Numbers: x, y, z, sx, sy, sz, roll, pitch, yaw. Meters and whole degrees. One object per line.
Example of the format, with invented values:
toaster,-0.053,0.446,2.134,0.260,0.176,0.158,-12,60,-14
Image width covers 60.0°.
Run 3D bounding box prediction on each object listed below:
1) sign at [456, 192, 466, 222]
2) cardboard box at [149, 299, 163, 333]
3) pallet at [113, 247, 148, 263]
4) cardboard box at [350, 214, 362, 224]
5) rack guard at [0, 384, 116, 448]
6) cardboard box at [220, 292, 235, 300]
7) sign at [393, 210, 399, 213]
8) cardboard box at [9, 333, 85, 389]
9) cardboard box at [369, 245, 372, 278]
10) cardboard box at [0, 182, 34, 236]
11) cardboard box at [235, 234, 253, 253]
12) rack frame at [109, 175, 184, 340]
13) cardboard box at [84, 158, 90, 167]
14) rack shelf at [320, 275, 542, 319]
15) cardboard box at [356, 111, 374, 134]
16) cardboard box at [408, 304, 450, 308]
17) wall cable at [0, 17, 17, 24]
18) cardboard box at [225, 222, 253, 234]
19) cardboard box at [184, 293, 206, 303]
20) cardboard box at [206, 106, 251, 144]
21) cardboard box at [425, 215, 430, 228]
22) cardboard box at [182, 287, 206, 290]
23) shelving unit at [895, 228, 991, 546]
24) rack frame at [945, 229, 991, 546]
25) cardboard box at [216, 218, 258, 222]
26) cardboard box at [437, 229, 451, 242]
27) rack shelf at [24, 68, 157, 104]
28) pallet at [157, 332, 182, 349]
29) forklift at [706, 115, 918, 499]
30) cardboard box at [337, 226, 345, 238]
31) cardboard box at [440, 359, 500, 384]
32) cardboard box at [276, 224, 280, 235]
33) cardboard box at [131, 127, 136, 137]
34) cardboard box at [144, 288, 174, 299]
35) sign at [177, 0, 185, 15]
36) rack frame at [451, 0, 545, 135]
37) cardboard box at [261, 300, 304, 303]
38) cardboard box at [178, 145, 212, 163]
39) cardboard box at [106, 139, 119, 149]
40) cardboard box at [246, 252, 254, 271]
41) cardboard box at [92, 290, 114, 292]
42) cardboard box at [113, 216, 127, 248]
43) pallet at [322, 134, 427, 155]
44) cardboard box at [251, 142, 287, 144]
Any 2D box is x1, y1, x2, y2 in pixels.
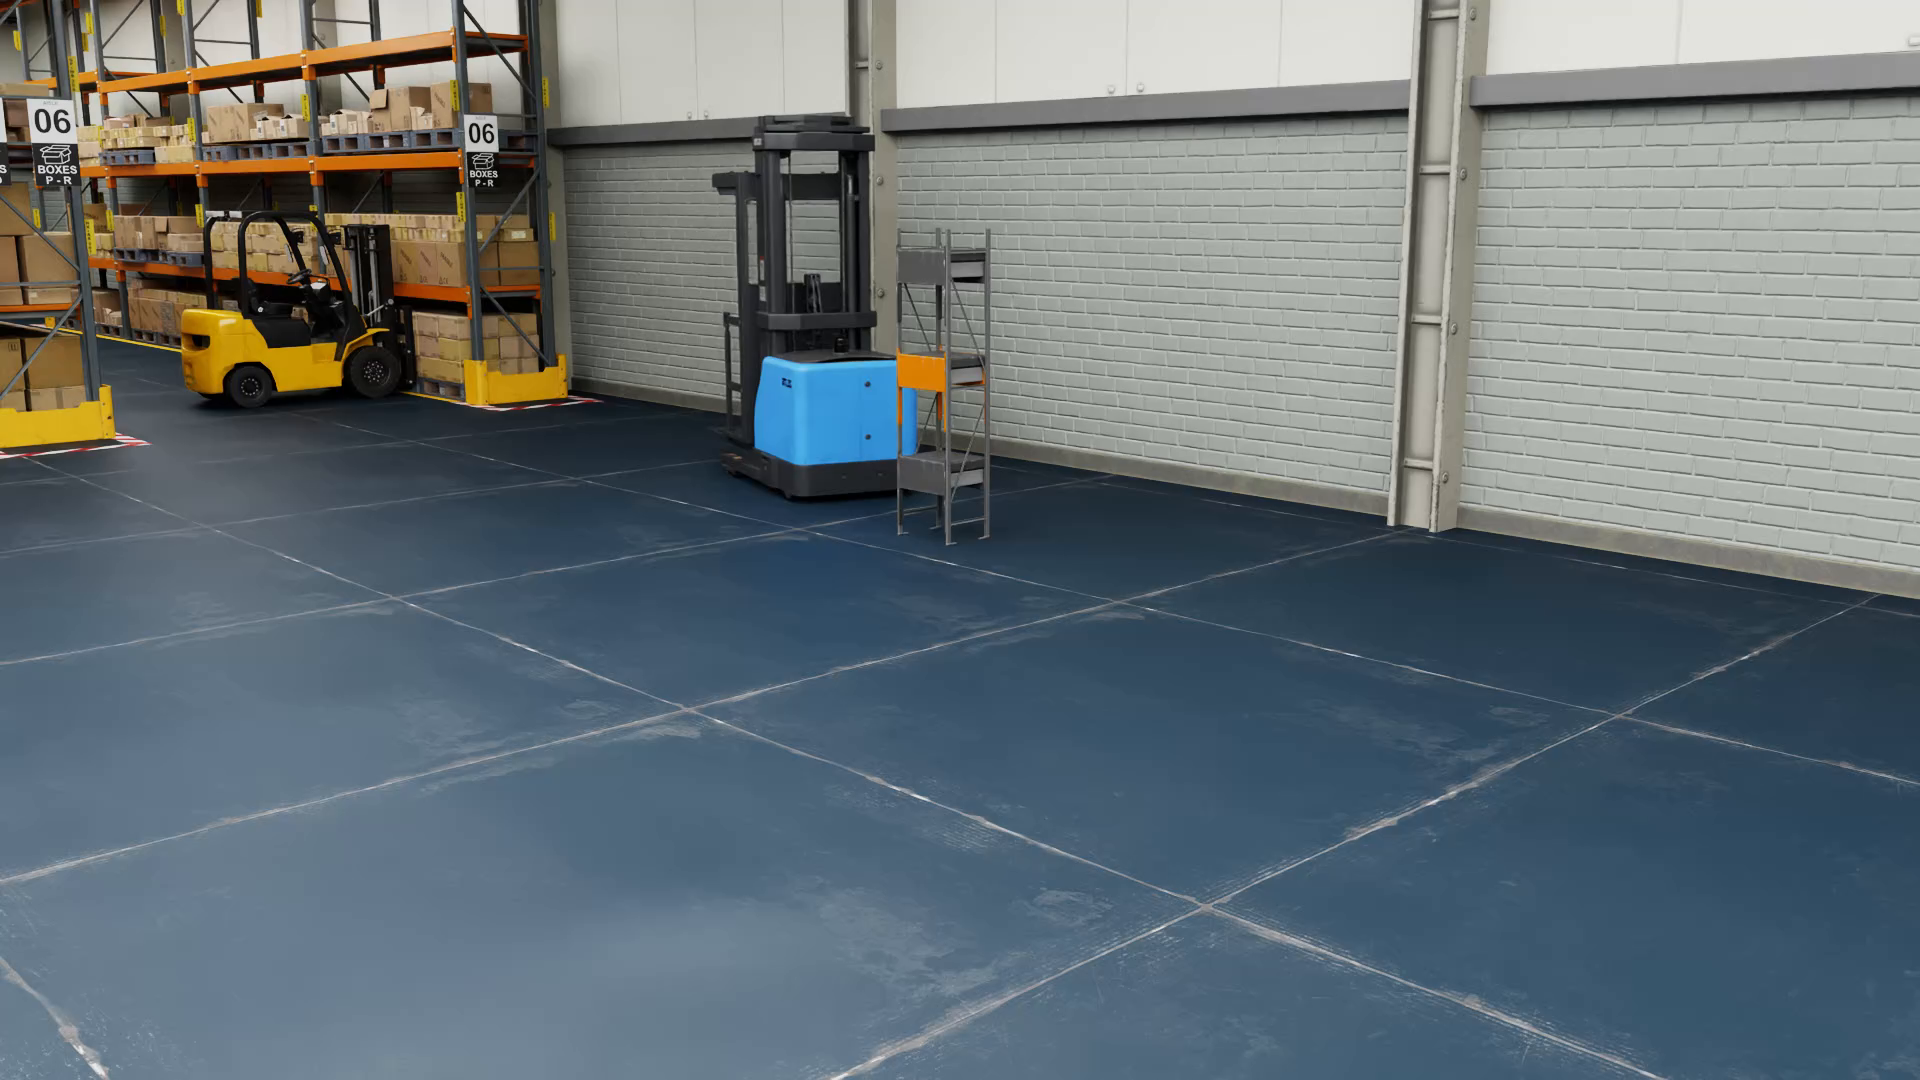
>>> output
sign,-5.548,-3.706,18.507,0.100,0.325,0.005,-11,16,-43
cardboard box,-12.545,-3.577,26.494,0.500,0.500,0.500,11,16,43
pallet,-12.960,-4.621,26.885,1.003,0.211,1.213,-11,16,-43
cardboard box,-7.370,-3.991,20.756,0.380,0.149,0.250,-10,16,-41
rack guard,-8.785,-1.191,15.951,1.175,0.500,0.348,-11,16,-43
cardboard box,-11.199,-3.750,25.725,0.380,0.149,0.250,-11,16,-42
sign,-7.507,-4.220,22.120,0.100,0.325,0.005,-11,16,-43
cardboard box,-9.107,-1.790,16.580,0.500,0.500,0.500,11,16,43
cardboard box,-7.068,-3.480,20.622,0.500,0.500,0.500,-11,16,-43
cardboard box,-9.244,-3.132,15.718,0.500,0.500,0.700,11,16,44
cardboard box,-9.847,-4.184,23.419,0.500,0.250,0.500,11,16,44
rack frame,-13.433,-4.847,27.506,1.000,3.000,0.127,-11,16,-43
cardboard box,-14.407,-6.318,27.832,0.380,0.149,0.250,-11,16,-43
rack shelf,-6.527,-3.036,20.495,1.077,0.370,4.000,-11,16,-43
cardboard box,-7.102,-5.079,20.240,0.258,0.266,0.396,11,16,44
cardboard box,-6.728,-2.836,21.039,0.500,0.250,0.500,-11,16,-42
wall cable,-19.167,-12.096,34.037,2.988,3.039,0.133,-11,16,-43
cardboard box,-10.282,-4.470,23.819,0.380,0.149,0.250,-10,16,-41
cardboard box,-11.705,-3.724,25.602,0.380,0.149,0.250,-10,15,-41
cardboard box,-10.346,-5.897,23.629,0.500,0.500,0.500,-11,16,-42
cardboard box,-6.056,-3.744,19.558,0.380,0.149,0.250,-11,16,-42
cardboard box,-12.414,-4.027,27.072,0.250,0.149,0.380,11,16,42
shelving unit,-0.114,-1.053,11.317,0.431,2.100,0.503,-11,16,-43
rack frame,0.054,-1.017,11.144,0.400,2.100,0.015,-11,16,-43
cardboard box,-10.913,-4.615,25.090,0.500,0.500,0.500,-10,15,-40
cardboard box,-5.786,-3.507,19.147,0.380,0.149,0.250,-11,16,-42
rack shelf,-14.814,-7.724,28.390,1.077,0.370,4.000,-11,16,-43
pallet,-11.997,-3.190,26.372,1.003,0.211,1.213,-11,16,-43
forklift,-1.395,-2.009,13.897,1.130,2.935,3.031,-5,13,-24
cardboard box,-7.698,-3.926,21.177,0.380,0.149,0.250,-10,16,-41
cardboard box,-5.698,-1.980,19.359,0.500,0.250,0.500,-11,16,-42
cardboard box,-9.040,-4.210,22.559,0.250,0.149,0.380,11,16,44
cardboard box,-12.604,-6.311,25.771,0.380,0.149,0.250,-11,16,-42
cardboard box,-12.944,-3.991,26.898,0.250,0.149,0.380,11,16,42
sign,-11.056,-7.621,23.591,0.100,0.325,0.005,-11,16,-43
rack frame,-5.145,-6.034,18.400,1.000,3.000,0.127,-11,16,-43
cardboard box,-9.792,-3.119,23.961,0.875,0.625,0.625,-10,15,-41
cardboard box,-11.200,-5.700,24.584,0.500,0.250,0.500,11,16,43
cardboard box,-13.360,-6.306,26.488,0.380,0.149,0.250,-11,16,-42
cardboard box,-9.836,-3.943,23.488,0.500,0.250,0.500,11,16,43
cardboard box,-14.986,-4.089,28.978,0.500,0.500,0.500,-11,16,-42
cardboard box,-13.260,-5.000,26.959,0.700,0.500,0.500,-10,16,-41
pallet,-7.300,-4.985,20.958,1.003,0.211,1.213,-11,16,-43
cardboard box,-9.985,-5.844,23.992,0.500,0.250,0.500,-11,16,-43
